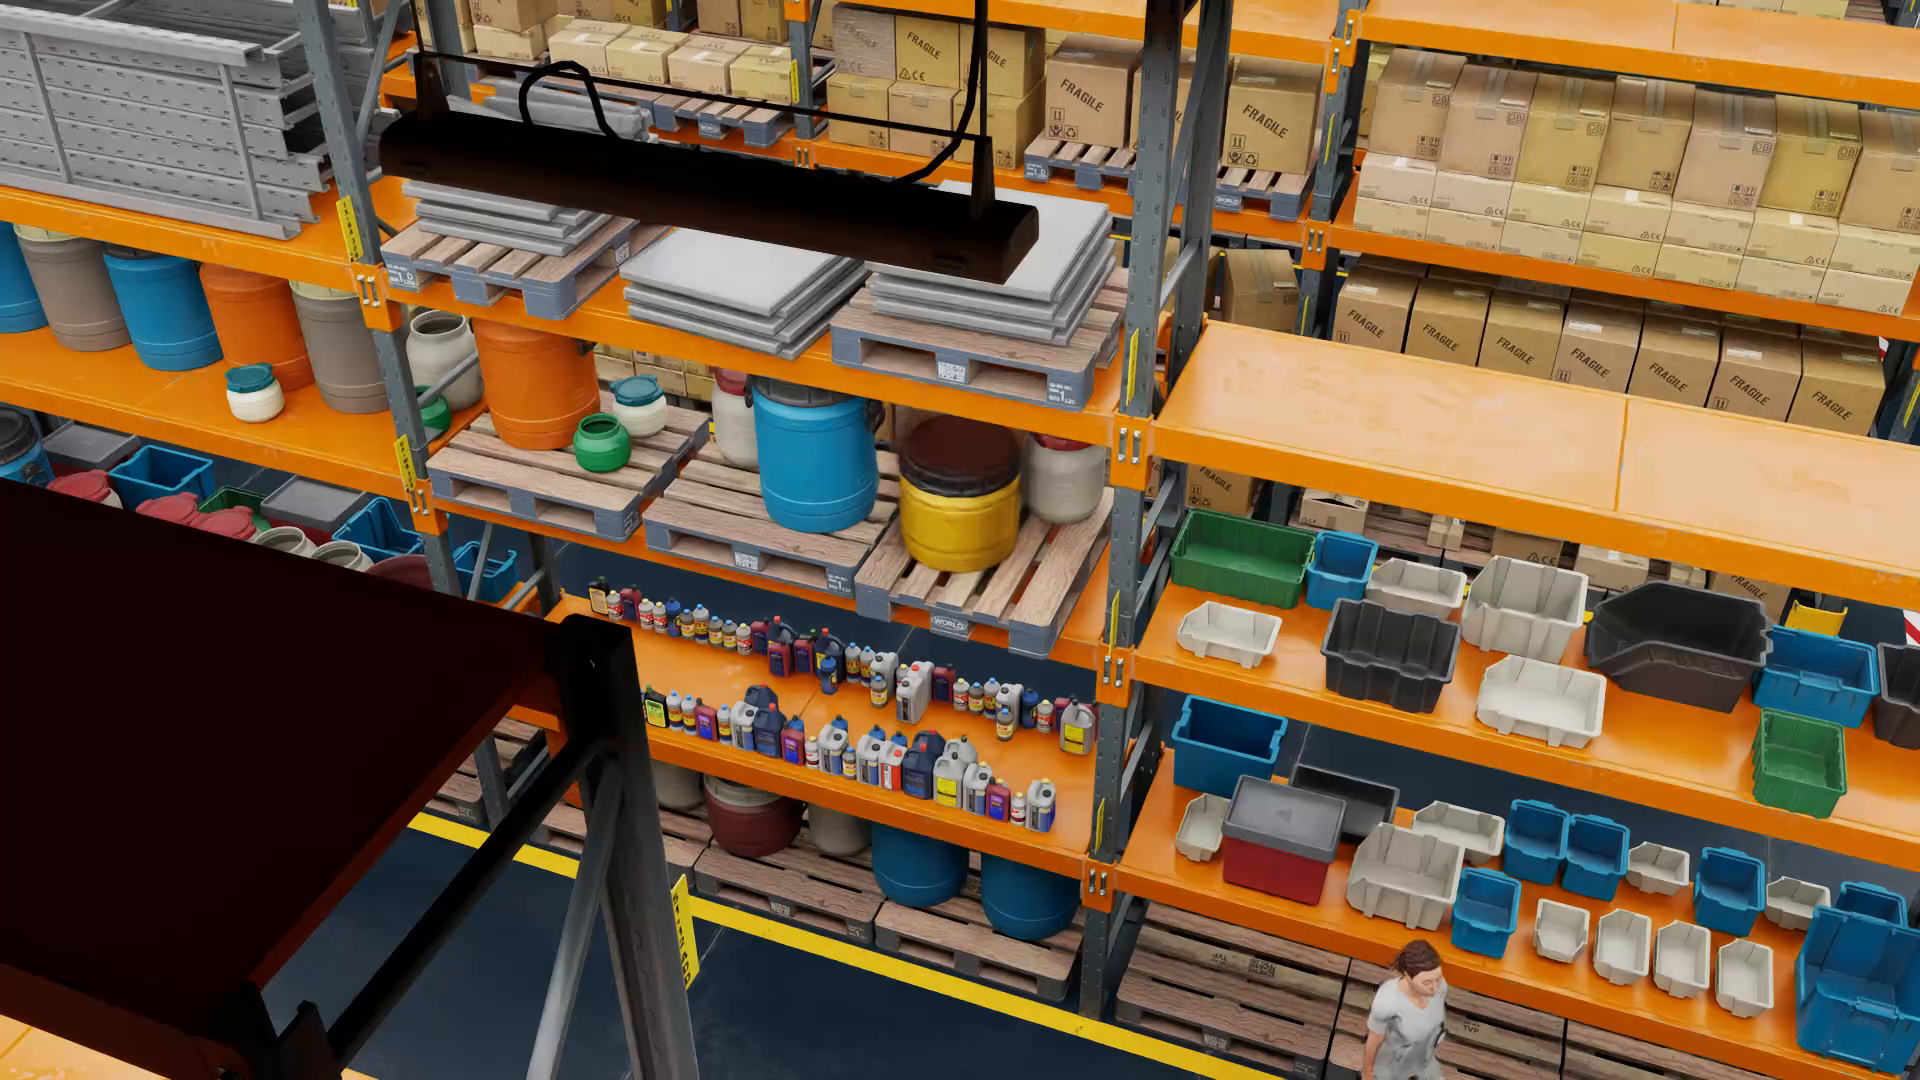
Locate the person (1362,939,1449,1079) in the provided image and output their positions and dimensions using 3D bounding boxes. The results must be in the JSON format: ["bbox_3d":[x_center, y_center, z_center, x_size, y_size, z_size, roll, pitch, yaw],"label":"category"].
[{"bbox_3d":[2.163,2.554,8.226,0.475,1.619,0.545,-16,39,-20],"label":"person"}]

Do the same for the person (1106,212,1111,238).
[{"bbox_3d":[1.300,-2.495,15.422,0.558,1.632,0.571,12,38,16],"label":"person"}]
